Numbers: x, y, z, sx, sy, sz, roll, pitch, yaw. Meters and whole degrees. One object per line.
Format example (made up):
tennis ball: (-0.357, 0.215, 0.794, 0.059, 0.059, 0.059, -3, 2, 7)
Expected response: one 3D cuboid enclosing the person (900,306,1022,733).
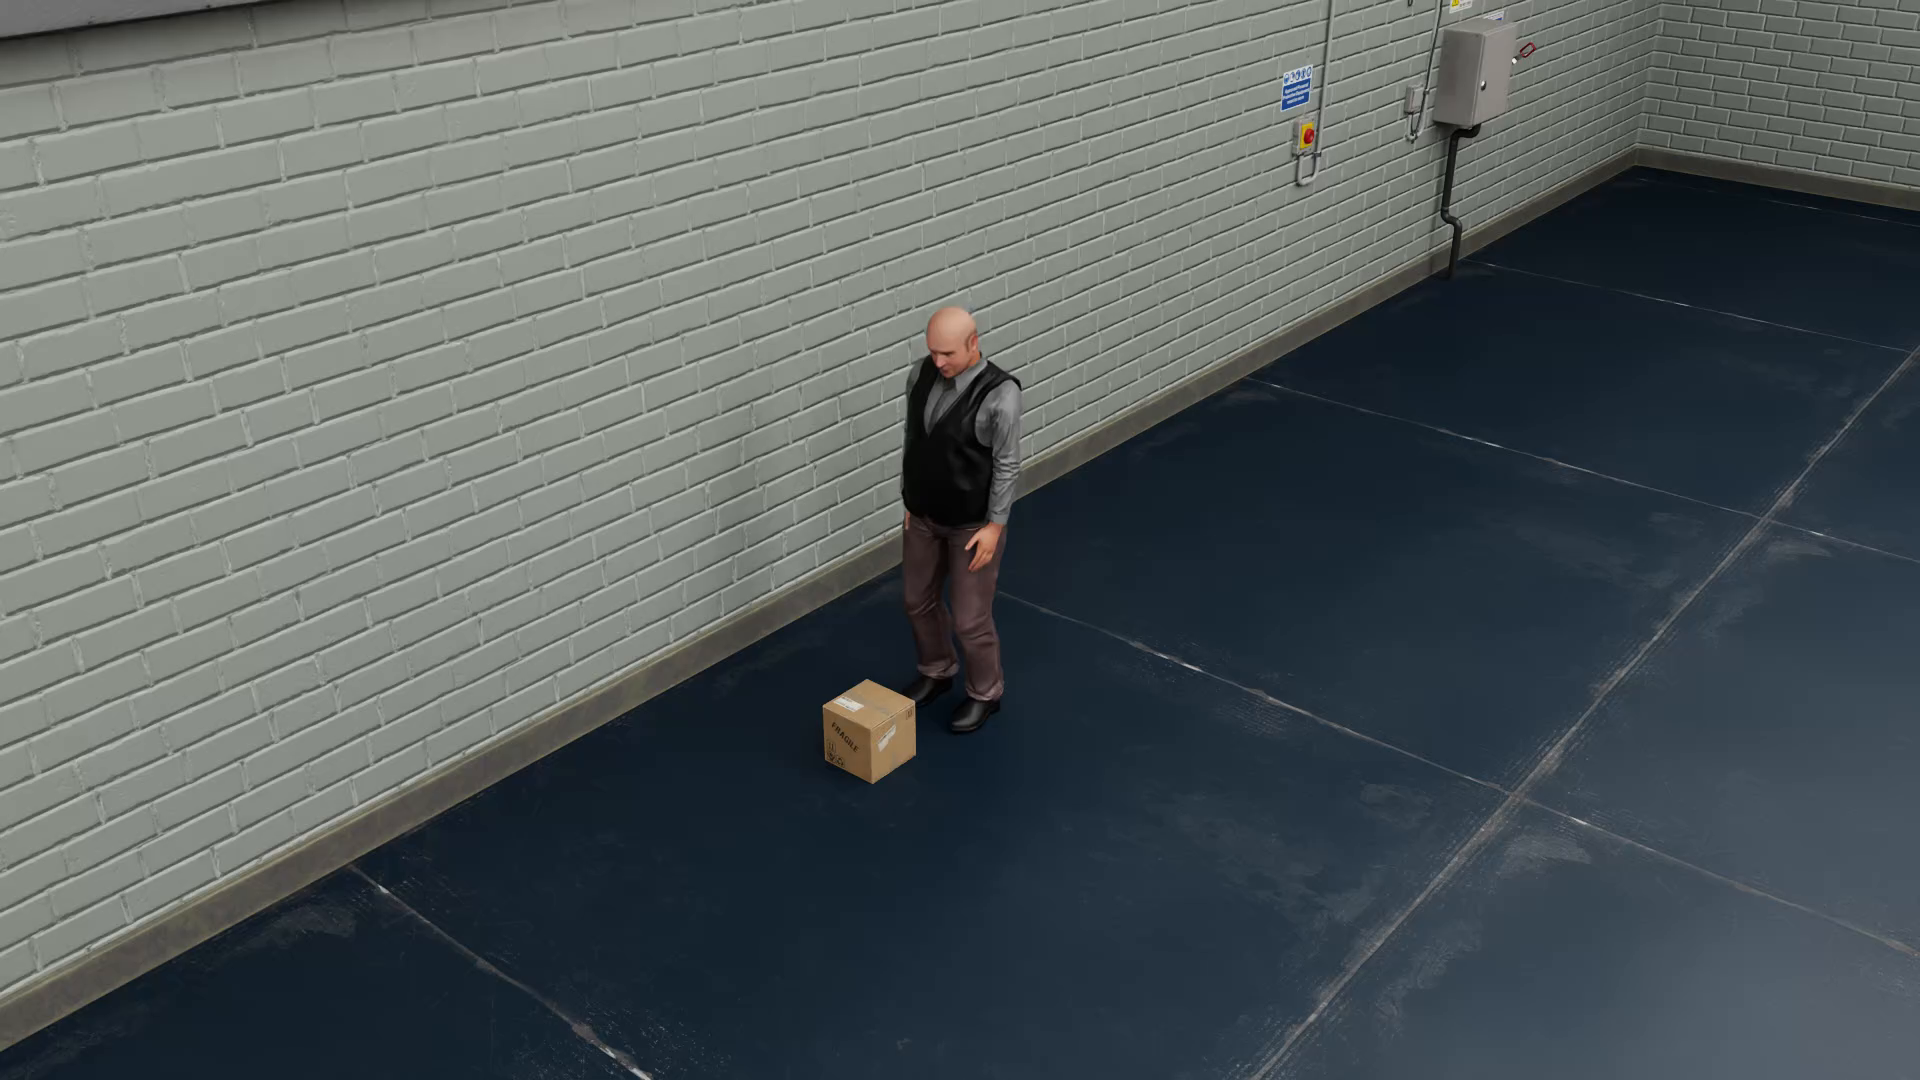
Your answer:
person: (-0.002, -0.083, 6.333, 0.540, 1.705, 0.363, 22, 34, 36)
